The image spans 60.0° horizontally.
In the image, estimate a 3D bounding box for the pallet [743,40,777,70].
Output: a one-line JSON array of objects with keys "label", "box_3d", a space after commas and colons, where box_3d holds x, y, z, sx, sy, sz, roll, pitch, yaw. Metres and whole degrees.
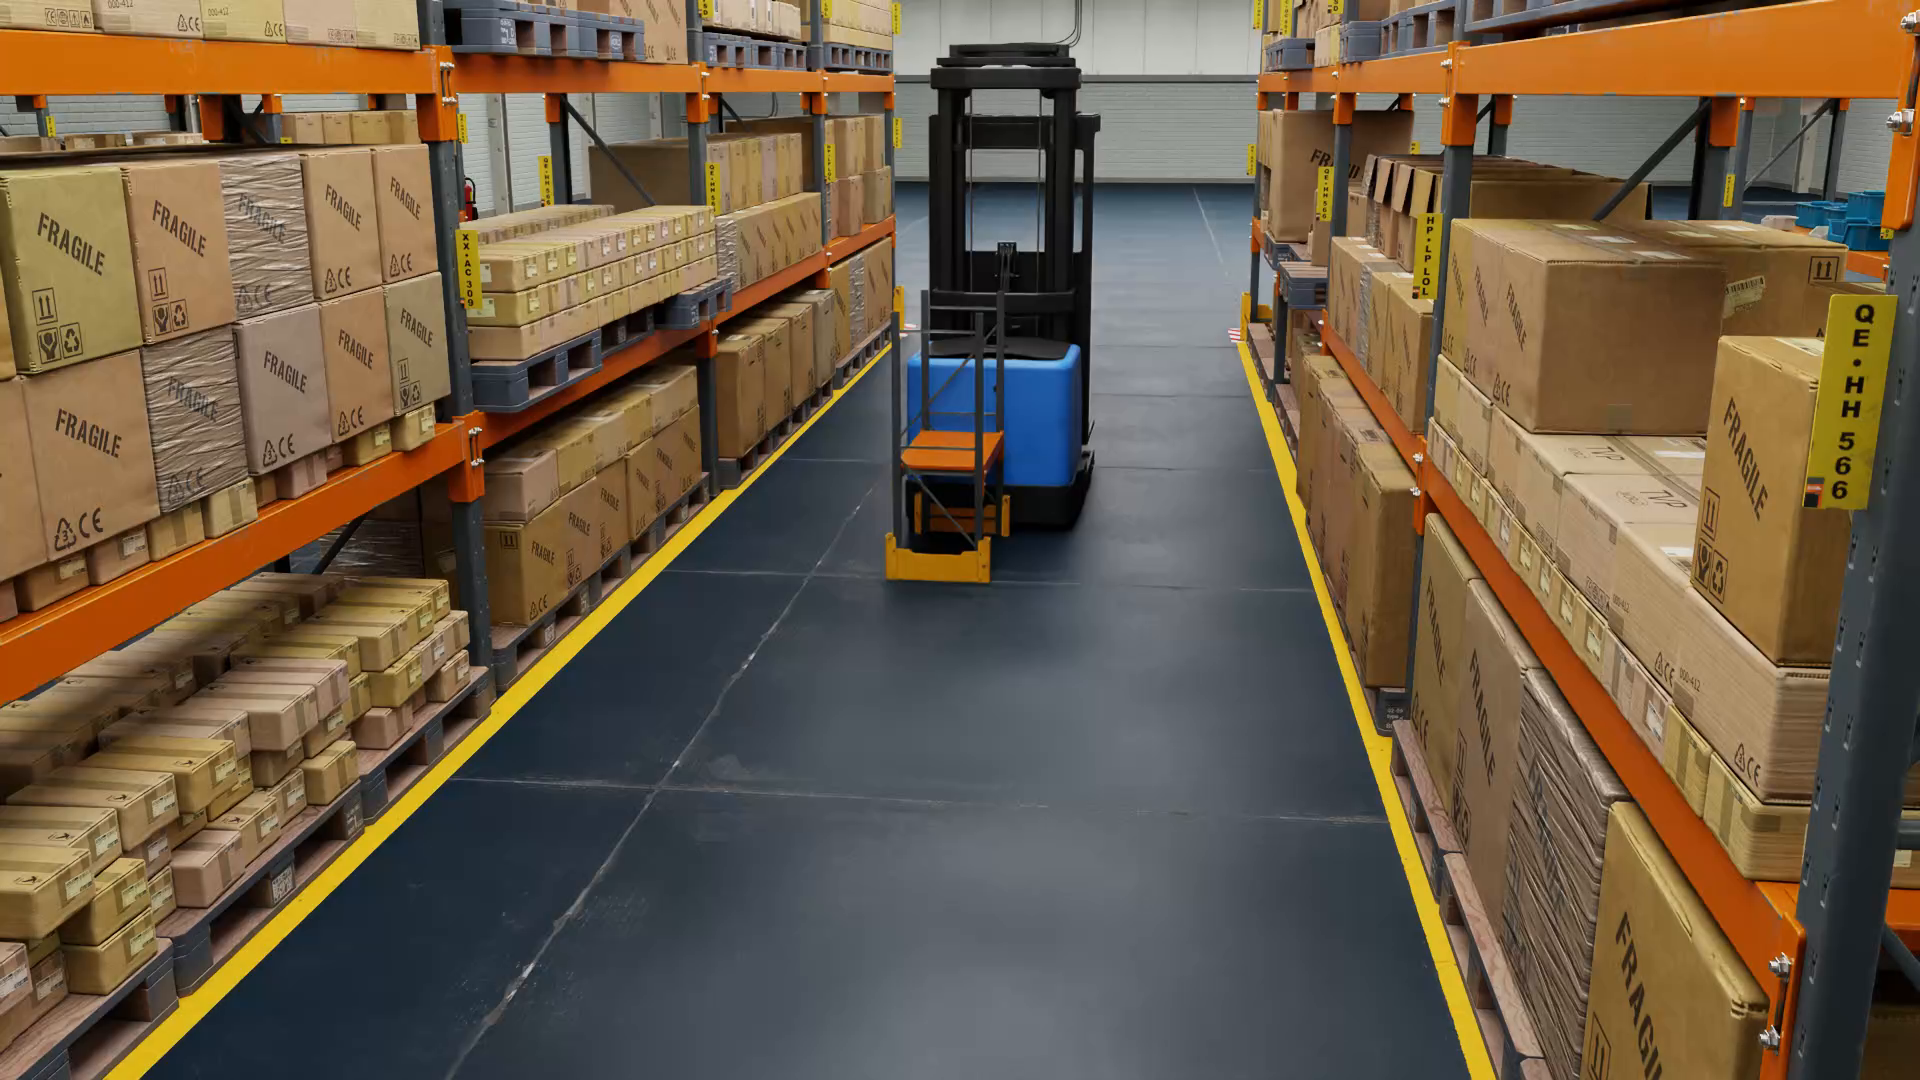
[{"label": "pallet", "box_3d": [-1.992, -3.575, 12.251, 1.003, 0.211, 1.213, 2, 15, 9]}]

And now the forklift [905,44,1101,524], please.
[{"label": "forklift", "box_3d": [0.371, -1.848, 11.382, 1.130, 2.935, 3.031, 2, 15, 8]}]

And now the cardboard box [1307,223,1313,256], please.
[{"label": "cardboard box", "box_3d": [2.702, -2.165, 11.876, 0.396, 0.266, 0.258, 1, 15, 5]}]

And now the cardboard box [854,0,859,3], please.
[{"label": "cardboard box", "box_3d": [-1.163, -5.174, 15.761, 0.380, 0.149, 0.250, 2, 15, 6]}]

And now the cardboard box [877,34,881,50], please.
[{"label": "cardboard box", "box_3d": [-1.020, -5.118, 17.082, 0.380, 0.149, 0.250, 2, 15, 7]}]

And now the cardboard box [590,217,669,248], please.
[{"label": "cardboard box", "box_3d": [-1.854, -1.723, 9.323, 0.380, 0.149, 0.250, 2, 15, 6]}]

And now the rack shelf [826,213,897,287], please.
[{"label": "rack shelf", "box_3d": [-1.458, -2.968, 16.771, 1.077, 0.370, 4.000, 2, 15, 6]}]

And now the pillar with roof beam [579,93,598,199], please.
[{"label": "pillar with roof beam", "box_3d": [-5.083, -12.939, 40.773, 9.100, 9.000, 0.400, 2, 15, 6]}]

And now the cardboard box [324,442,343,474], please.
[{"label": "cardboard box", "box_3d": [-2.494, -0.317, 6.070, 0.380, 0.149, 0.250, 1, 15, 5]}]

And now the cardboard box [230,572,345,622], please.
[{"label": "cardboard box", "box_3d": [-2.831, 0.248, 7.017, 0.380, 0.149, 0.250, 2, 15, 9]}]

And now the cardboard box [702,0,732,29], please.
[{"label": "cardboard box", "box_3d": [-1.835, -3.597, 11.144, 0.500, 0.311, 0.500, 2, 15, 6]}]

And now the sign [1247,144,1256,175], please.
[{"label": "sign", "box_3d": [3.145, -4.096, 17.904, 0.100, 0.325, 0.005, 2, 15, 6]}]

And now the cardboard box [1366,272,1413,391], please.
[{"label": "cardboard box", "box_3d": [2.227, -0.991, 7.889, 0.500, 0.500, 0.500, 2, 15, 6]}]

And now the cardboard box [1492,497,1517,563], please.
[{"label": "cardboard box", "box_3d": [1.821, -0.025, 4.990, 0.380, 0.149, 0.250, 2, 15, 7]}]

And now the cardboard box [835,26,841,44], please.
[{"label": "cardboard box", "box_3d": [-1.278, -4.526, 14.893, 0.380, 0.149, 0.250, 2, 15, 6]}]

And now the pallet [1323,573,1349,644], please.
[{"label": "pallet", "box_3d": [2.478, 0.277, 8.734, 1.003, 0.211, 1.213, 2, 15, 6]}]

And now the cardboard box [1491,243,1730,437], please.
[{"label": "cardboard box", "box_3d": [1.905, -0.604, 4.928, 0.500, 0.500, 0.500, 1, 15, 4]}]

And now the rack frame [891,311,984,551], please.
[{"label": "rack frame", "box_3d": [-0.123, -0.500, 9.138, 0.500, 1.500, 0.032, 2, 15, 8]}]

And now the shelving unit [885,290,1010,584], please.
[{"label": "shelving unit", "box_3d": [-0.055, -0.629, 9.615, 0.587, 1.500, 1.083, 2, 15, 8]}]

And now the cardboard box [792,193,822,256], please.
[{"label": "cardboard box", "box_3d": [-1.477, -2.702, 14.216, 0.500, 0.500, 0.500, 2, 15, 6]}]

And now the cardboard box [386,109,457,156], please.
[{"label": "cardboard box", "box_3d": [-6.003, -4.489, 18.341, 0.700, 0.500, 0.500, 1, 15, 5]}]

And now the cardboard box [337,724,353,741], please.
[{"label": "cardboard box", "box_3d": [-2.521, 0.763, 6.249, 0.380, 0.149, 0.250, 1, 15, 5]}]

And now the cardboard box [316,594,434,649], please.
[{"label": "cardboard box", "box_3d": [-2.357, 0.332, 6.706, 0.380, 0.149, 0.250, 2, 15, 7]}]

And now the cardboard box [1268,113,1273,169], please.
[{"label": "cardboard box", "box_3d": [3.123, -3.683, 15.360, 0.500, 0.500, 0.500, 2, 15, 6]}]

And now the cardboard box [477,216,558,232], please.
[{"label": "cardboard box", "box_3d": [-2.499, -1.742, 9.394, 0.380, 0.149, 0.250, 2, 15, 9]}]

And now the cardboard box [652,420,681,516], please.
[{"label": "cardboard box", "box_3d": [-2.012, -0.442, 10.036, 0.500, 0.500, 0.500, 2, 15, 9]}]

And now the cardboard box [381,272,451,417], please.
[{"label": "cardboard box", "box_3d": [-2.360, -0.780, 6.539, 0.500, 0.500, 0.500, 2, 15, 6]}]

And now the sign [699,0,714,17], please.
[{"label": "sign", "box_3d": [-1.596, -3.440, 10.402, 0.100, 0.325, 0.005, 2, 15, 6]}]

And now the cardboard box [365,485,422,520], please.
[{"label": "cardboard box", "box_3d": [-2.754, -0.281, 8.001, 0.500, 0.250, 0.500, 1, 15, 5]}]

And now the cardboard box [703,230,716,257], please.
[{"label": "cardboard box", "box_3d": [-1.738, -1.843, 10.338, 0.380, 0.149, 0.250, 2, 15, 7]}]

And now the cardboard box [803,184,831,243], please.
[{"label": "cardboard box", "box_3d": [-1.654, -2.965, 15.094, 0.875, 0.550, 0.550, 2, 15, 6]}]

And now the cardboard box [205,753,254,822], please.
[{"label": "cardboard box", "box_3d": [-2.595, 0.805, 5.524, 0.380, 0.149, 0.250, 2, 15, 9]}]

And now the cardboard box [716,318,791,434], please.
[{"label": "cardboard box", "box_3d": [-1.882, -1.258, 12.574, 1.050, 0.750, 0.750, 2, 15, 7]}]

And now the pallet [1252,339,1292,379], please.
[{"label": "pallet", "box_3d": [3.409, -1.771, 16.307, 1.003, 0.211, 1.213, 2, 15, 6]}]

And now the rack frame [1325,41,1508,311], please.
[{"label": "rack frame", "box_3d": [2.782, -1.587, 10.285, 1.000, 3.000, 0.127, 2, 15, 6]}]

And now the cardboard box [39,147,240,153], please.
[{"label": "cardboard box", "box_3d": [-2.923, -1.152, 5.998, 0.500, 0.500, 0.500, 1, 15, 5]}]

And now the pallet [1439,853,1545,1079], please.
[{"label": "pallet", "box_3d": [2.032, 1.309, 4.918, 1.003, 0.211, 1.213, 2, 15, 6]}]

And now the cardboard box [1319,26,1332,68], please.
[{"label": "cardboard box", "box_3d": [2.634, -3.222, 10.873, 0.500, 0.250, 0.500, 2, 15, 6]}]

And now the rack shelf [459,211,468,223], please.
[{"label": "rack shelf", "box_3d": [-6.388, -3.088, 17.213, 1.077, 0.370, 4.000, 2, 15, 6]}]

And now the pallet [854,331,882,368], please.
[{"label": "pallet", "box_3d": [-1.385, -1.963, 17.017, 1.003, 0.211, 1.213, 2, 15, 6]}]

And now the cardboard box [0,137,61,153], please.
[{"label": "cardboard box", "box_3d": [-7.161, -3.019, 12.773, 0.380, 0.149, 0.250, 1, 15, 4]}]

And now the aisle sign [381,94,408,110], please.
[{"label": "aisle sign", "box_3d": [-6.463, -5.234, 18.791, 0.394, 0.787, 0.004, 2, 15, 6]}]

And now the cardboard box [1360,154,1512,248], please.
[{"label": "cardboard box", "box_3d": [2.683, -1.930, 9.441, 0.797, 0.503, 0.637, 2, 15, 8]}]

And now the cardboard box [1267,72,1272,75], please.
[{"label": "cardboard box", "box_3d": [3.261, -4.658, 16.182, 0.500, 0.250, 0.500, 2, 15, 6]}]

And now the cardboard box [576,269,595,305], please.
[{"label": "cardboard box", "box_3d": [-2.000, -1.237, 8.098, 0.380, 0.149, 0.250, 1, 15, 4]}]

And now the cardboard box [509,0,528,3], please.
[{"label": "cardboard box", "box_3d": [-2.278, -2.552, 7.472, 0.500, 0.311, 0.500, 1, 15, 5]}]

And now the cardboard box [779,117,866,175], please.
[{"label": "cardboard box", "box_3d": [-1.412, -3.905, 16.501, 0.875, 0.550, 0.500, 2, 15, 6]}]

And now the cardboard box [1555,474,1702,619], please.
[{"label": "cardboard box", "box_3d": [1.785, 0.020, 4.061, 0.500, 0.250, 0.500, 1, 15, 4]}]

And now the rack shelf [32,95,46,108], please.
[{"label": "rack shelf", "box_3d": [-11.320, -4.681, 17.359, 1.077, 0.370, 4.000, 2, 15, 6]}]

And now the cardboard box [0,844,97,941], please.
[{"label": "cardboard box", "box_3d": [-2.574, 0.939, 4.459, 0.380, 0.149, 0.250, 2, 15, 6]}]

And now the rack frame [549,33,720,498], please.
[{"label": "rack frame", "box_3d": [-2.135, -1.759, 10.922, 1.000, 3.000, 0.127, 2, 15, 6]}]

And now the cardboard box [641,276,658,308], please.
[{"label": "cardboard box", "box_3d": [-1.884, -1.367, 9.147, 0.380, 0.149, 0.250, 2, 15, 8]}]
